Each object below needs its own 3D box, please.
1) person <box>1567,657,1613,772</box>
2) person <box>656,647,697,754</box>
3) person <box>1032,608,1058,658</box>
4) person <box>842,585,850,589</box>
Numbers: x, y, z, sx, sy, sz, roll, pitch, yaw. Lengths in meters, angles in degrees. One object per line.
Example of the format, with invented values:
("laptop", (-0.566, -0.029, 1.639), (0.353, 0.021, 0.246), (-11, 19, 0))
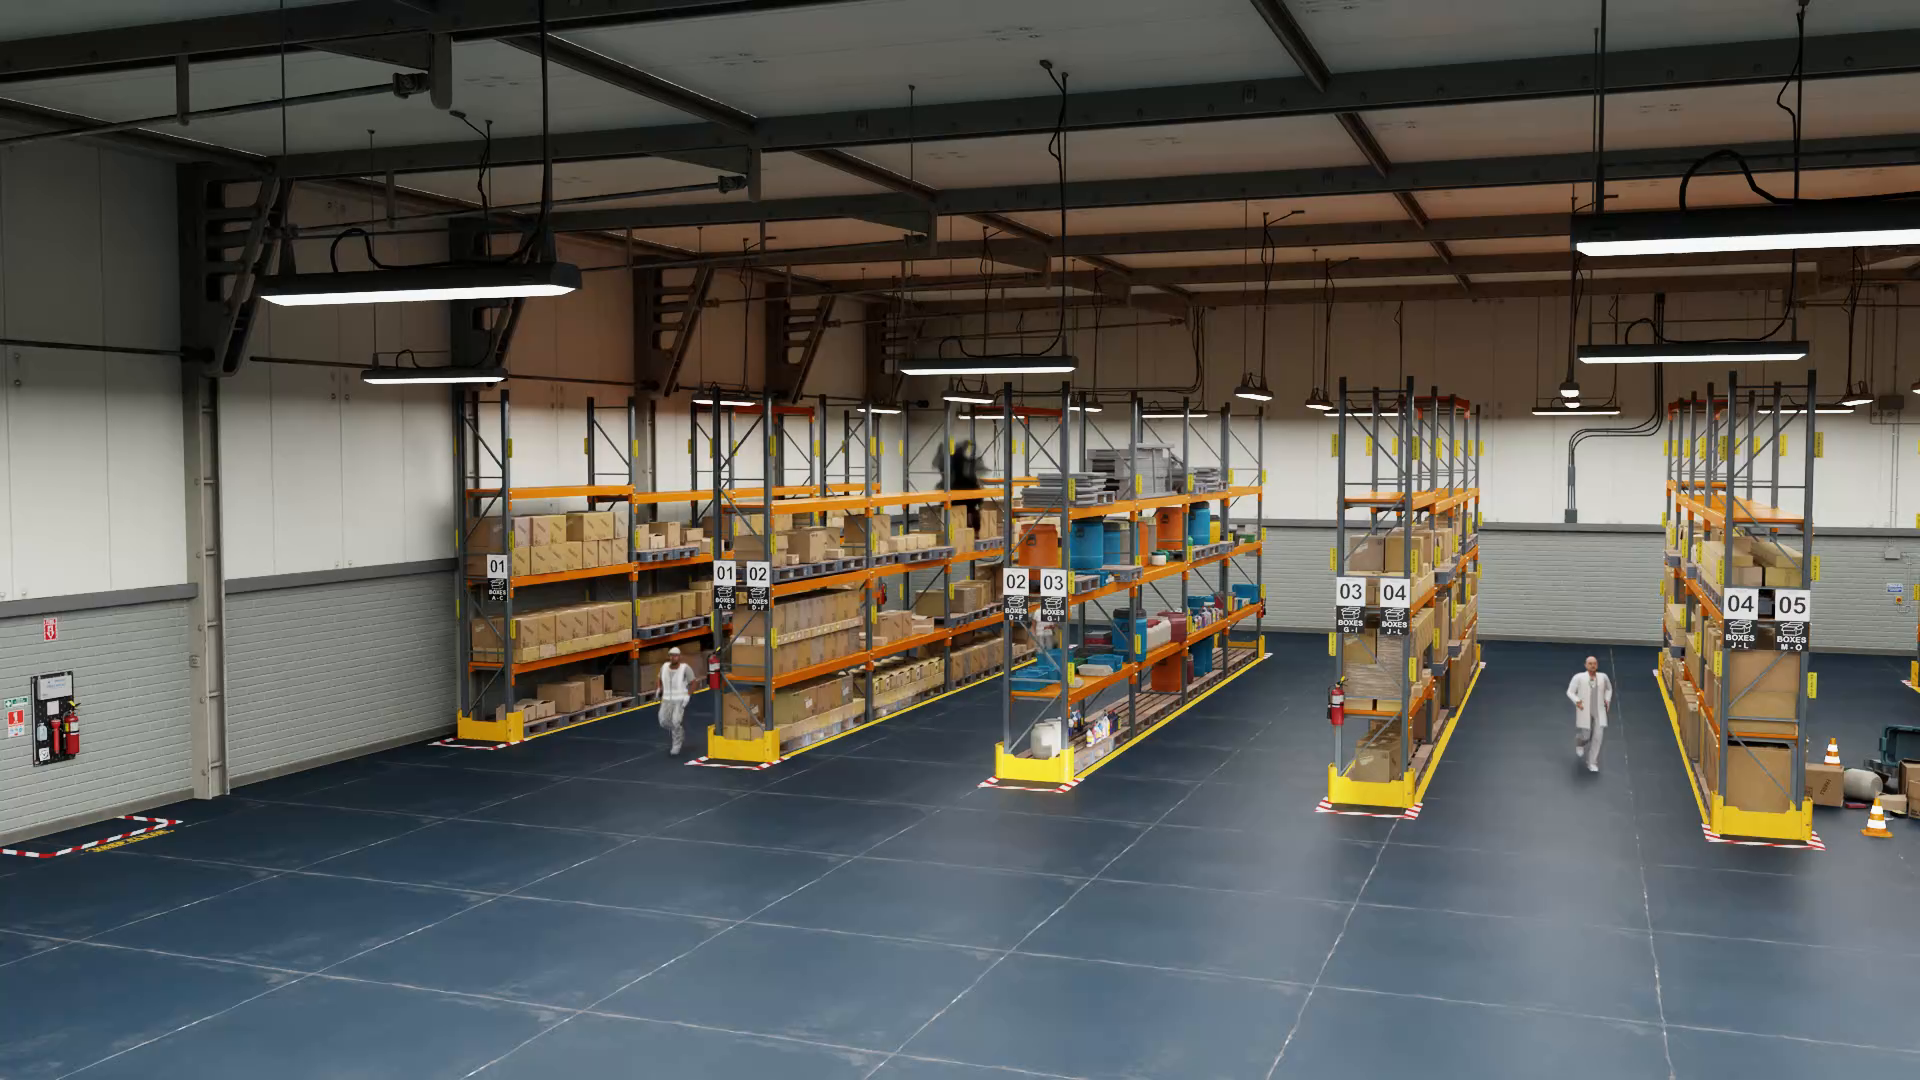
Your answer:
("person", (9.867, 2.699, 26.007), (0.709, 1.752, 0.869), (0, 3, 7))
("person", (-4.697, 2.634, 27.336), (0.714, 1.744, 0.539), (1, 3, 17))
("person", (1.732, 1.995, 34.229), (0.552, 1.713, 0.629), (0, 3, 9))
("person", (-2.524, 1.885, 36.233), (0.627, 1.803, 0.707), (1, 3, 9))
